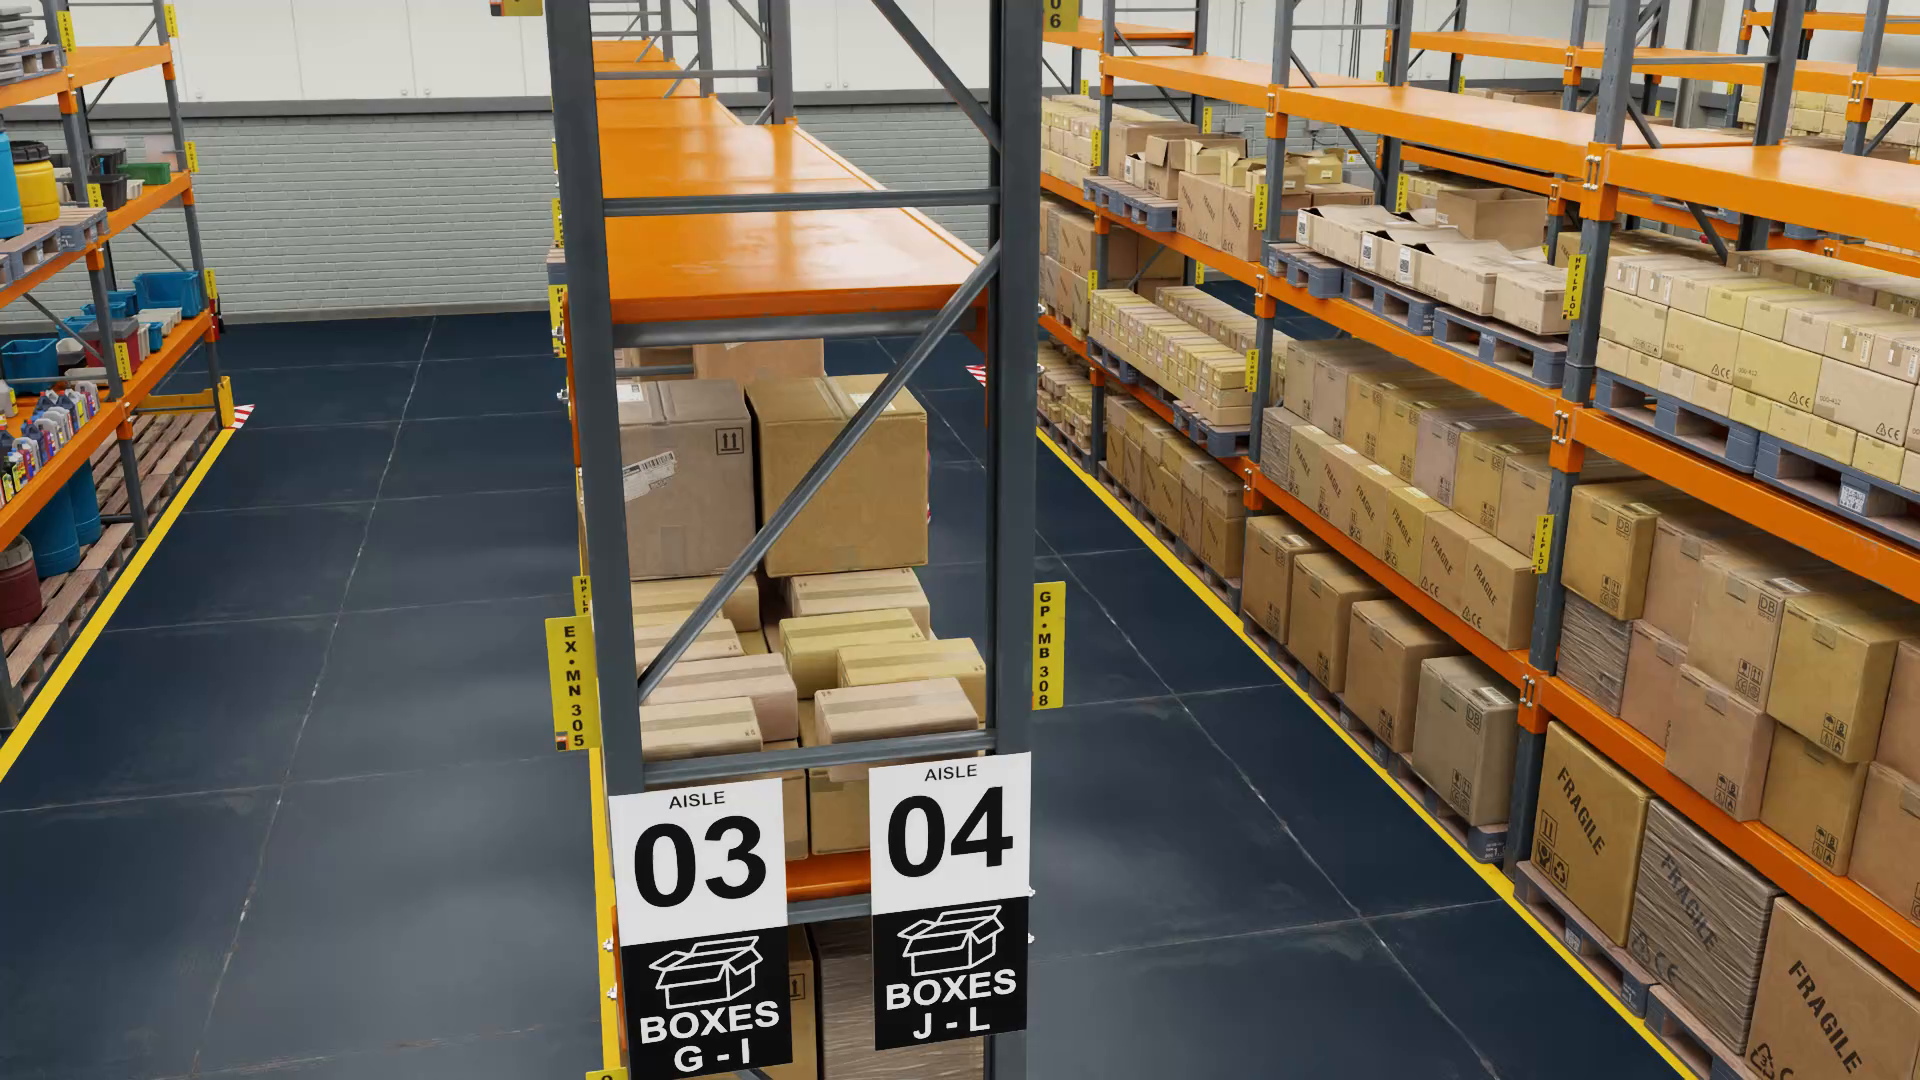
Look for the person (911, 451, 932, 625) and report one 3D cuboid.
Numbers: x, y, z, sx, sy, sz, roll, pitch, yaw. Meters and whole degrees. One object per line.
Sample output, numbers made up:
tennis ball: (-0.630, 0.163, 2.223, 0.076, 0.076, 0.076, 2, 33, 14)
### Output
person: (-0.434, -0.088, 12.519, 0.379, 1.779, 0.587, 11, 22, 29)
